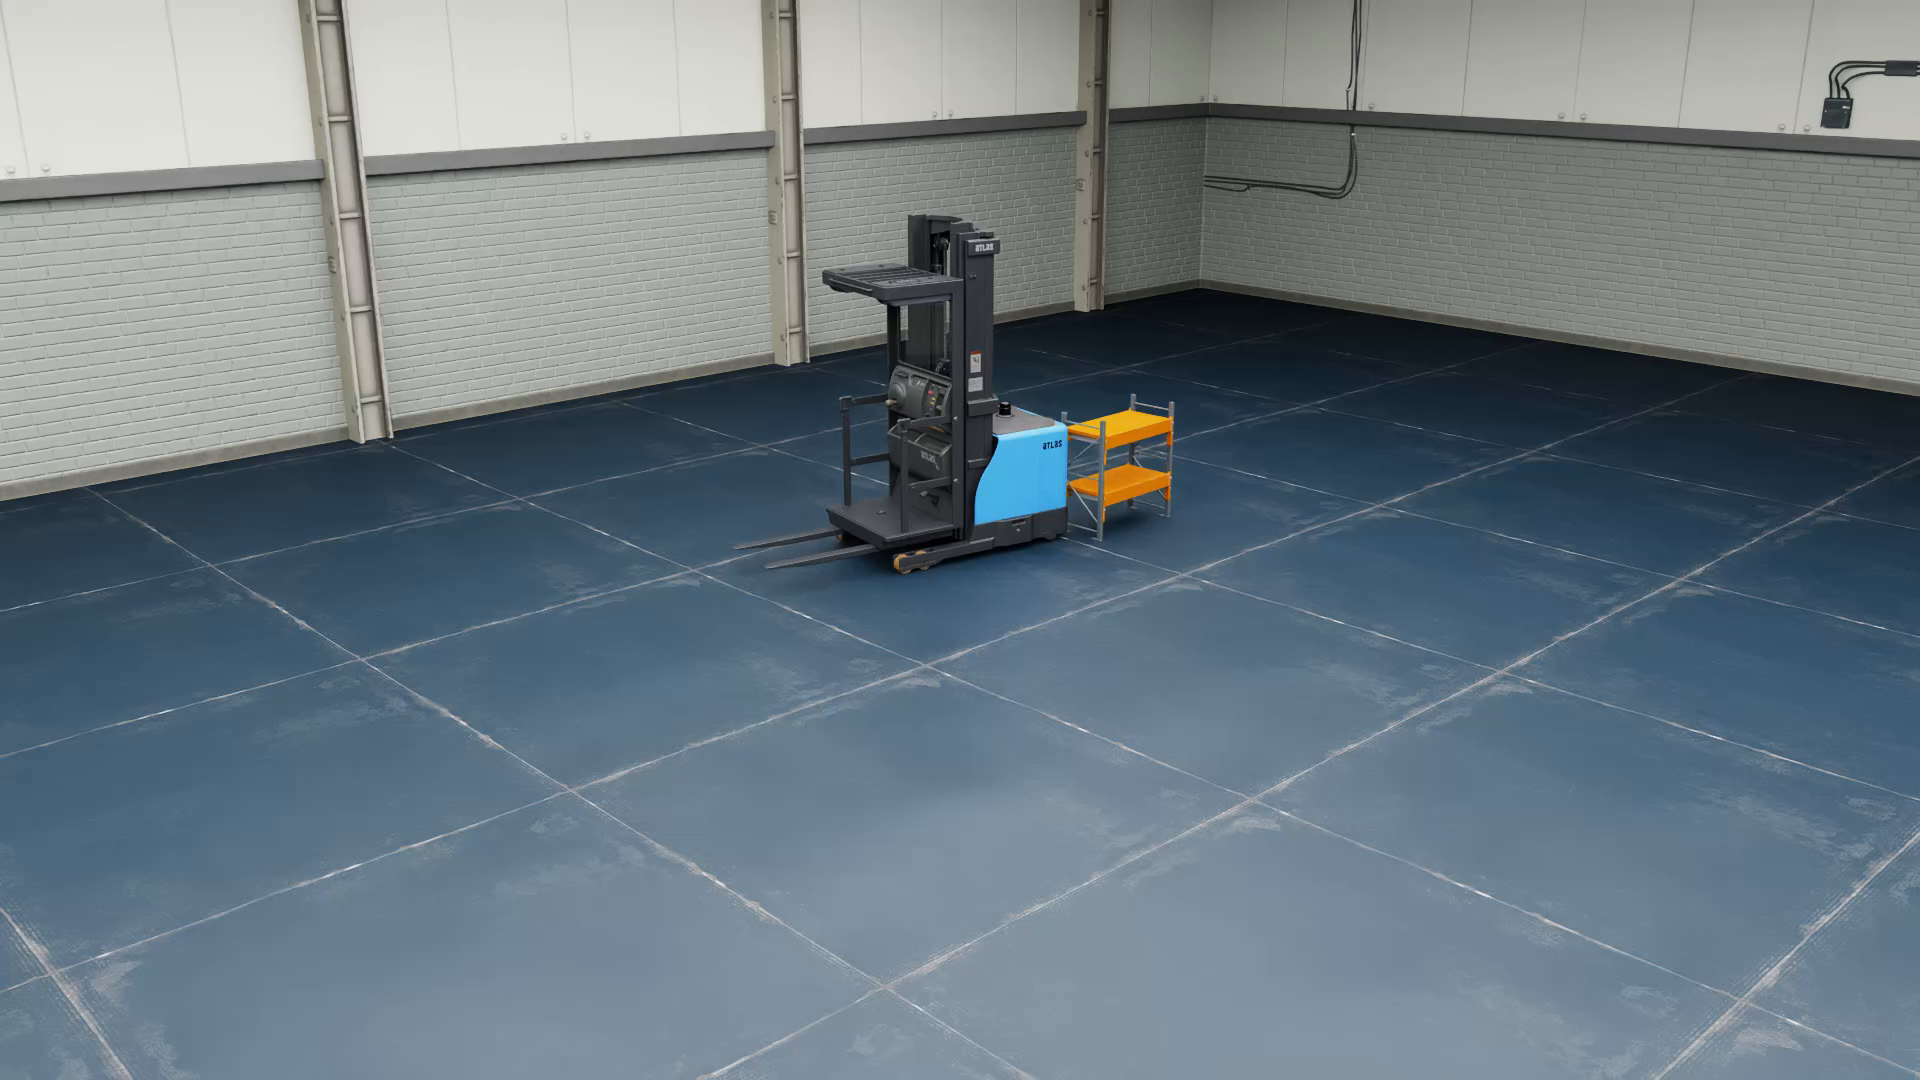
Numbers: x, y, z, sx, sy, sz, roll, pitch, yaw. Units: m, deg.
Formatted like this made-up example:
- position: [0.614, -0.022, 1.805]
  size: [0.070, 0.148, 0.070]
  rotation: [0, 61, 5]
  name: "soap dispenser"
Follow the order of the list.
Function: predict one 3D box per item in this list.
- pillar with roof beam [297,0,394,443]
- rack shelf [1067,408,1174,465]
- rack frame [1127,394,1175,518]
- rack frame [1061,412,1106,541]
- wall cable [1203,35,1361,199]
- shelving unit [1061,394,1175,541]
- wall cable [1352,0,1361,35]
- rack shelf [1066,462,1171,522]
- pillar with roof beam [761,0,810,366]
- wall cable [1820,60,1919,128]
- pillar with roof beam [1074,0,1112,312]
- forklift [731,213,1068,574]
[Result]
- position: [-3.702, -4.470, 14.448]
  size: [0.400, 9.000, 9.100]
  rotation: [-16, 24, -41]
  name: "pillar with roof beam"
- position: [1.469, -0.971, 15.473]
  size: [0.538, 0.278, 1.000]
  rotation: [17, 24, 41]
  name: "rack shelf"
- position: [1.822, -0.806, 15.912]
  size: [0.500, 1.125, 0.032]
  rotation: [17, 24, 41]
  name: "rack frame"
- position: [1.116, -0.580, 15.215]
  size: [0.500, 1.125, 0.032]
  rotation: [17, 24, 41]
  name: "rack frame"
- position: [5.109, -6.829, 26.756]
  size: [0.112, 2.526, 3.097]
  rotation: [-16, 24, -41]
  name: "wall cable"
- position: [1.469, -0.693, 15.564]
  size: [0.538, 1.125, 1.048]
  rotation: [17, 24, 41]
  name: "shelving unit"
- position: [6.968, -8.625, 24.107]
  size: [0.112, 2.526, 3.097]
  rotation: [-16, 24, -41]
  name: "wall cable"
- position: [1.469, -0.460, 15.639]
  size: [0.538, 0.278, 1.000]
  rotation: [17, 24, 41]
  name: "rack shelf"
- position: [0.658, -5.742, 18.369]
  size: [0.400, 9.000, 9.100]
  rotation: [-16, 24, -41]
  name: "pillar with roof beam"
- position: [11.620, -7.793, 19.180]
  size: [0.169, 6.003, 2.305]
  rotation: [-16, 24, -41]
  name: "wall cable"
- position: [5.017, -7.013, 22.290]
  size: [0.400, 9.000, 9.100]
  rotation: [-16, 24, -41]
  name: "pillar with roof beam"
- position: [-0.525, -1.288, 14.471]
  size: [3.031, 2.935, 1.130]
  rotation: [-11, 21, -31]
  name: "forklift"
